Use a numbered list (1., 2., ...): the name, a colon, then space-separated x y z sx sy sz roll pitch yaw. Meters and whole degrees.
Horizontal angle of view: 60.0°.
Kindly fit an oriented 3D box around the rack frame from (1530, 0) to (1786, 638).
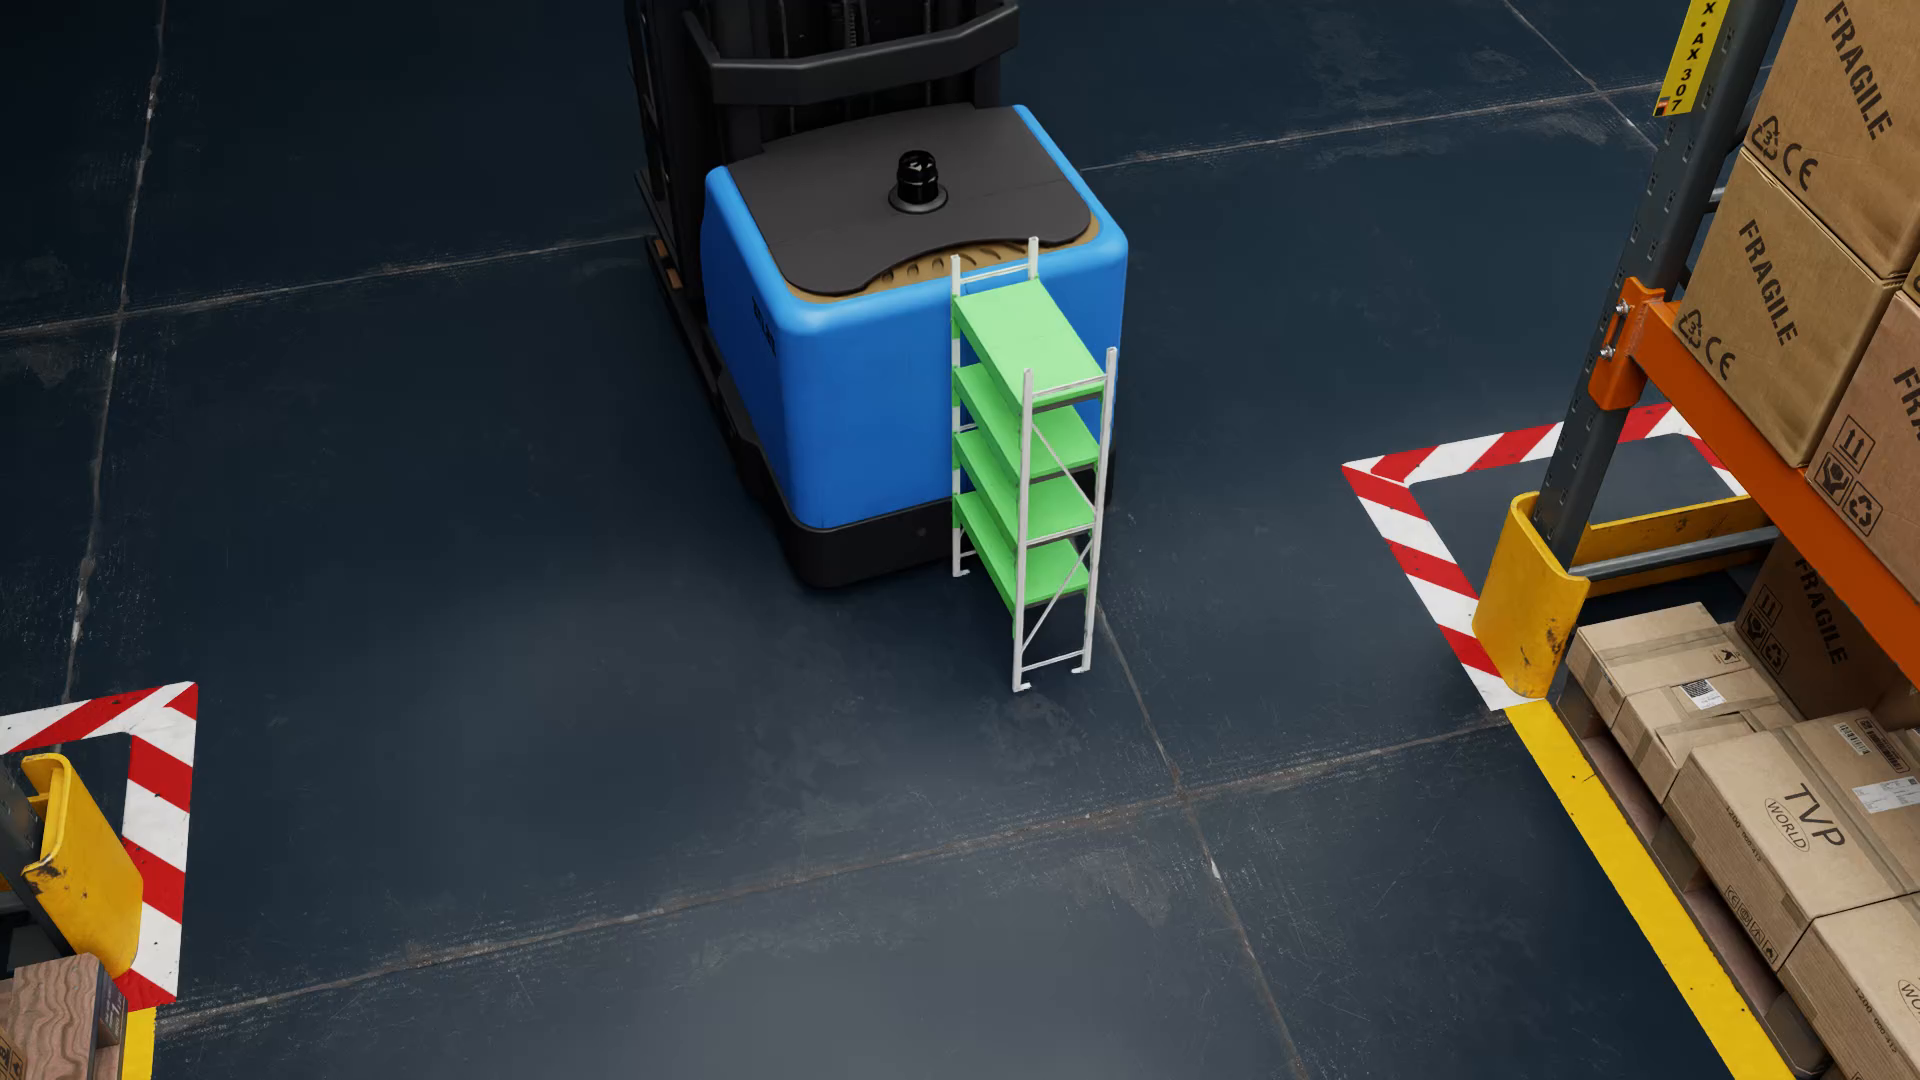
1. rack frame: 2.111 -0.859 3.991 1.000 3.000 0.127 -11 47 -10

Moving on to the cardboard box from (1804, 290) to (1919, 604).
1. cardboard box: 2.107 -0.184 3.260 0.500 0.500 0.500 -11 47 -11

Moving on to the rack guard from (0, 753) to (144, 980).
1. rack guard: -2.682 0.908 4.010 1.175 0.500 0.348 -11 47 -10

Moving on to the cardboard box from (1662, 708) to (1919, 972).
1. cardboard box: 2.104 0.722 4.059 0.500 0.250 0.500 -11 47 -10

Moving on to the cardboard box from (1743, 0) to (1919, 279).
1. cardboard box: 1.970 -0.889 3.251 0.500 0.500 0.500 -9 46 -9

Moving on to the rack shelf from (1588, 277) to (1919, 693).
1. rack shelf: 2.623 0.774 2.895 1.077 0.370 4.000 -11 47 -10

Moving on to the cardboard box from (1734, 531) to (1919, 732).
1. cardboard box: 2.489 0.193 4.403 0.500 0.500 0.500 -11 47 -10

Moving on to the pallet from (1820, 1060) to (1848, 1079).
1. pallet: 2.645 1.561 3.573 1.003 0.211 1.213 -11 47 -10

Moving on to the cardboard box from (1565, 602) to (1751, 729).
1. cardboard box: 1.886 0.337 4.507 0.380 0.149 0.250 -11 47 -10

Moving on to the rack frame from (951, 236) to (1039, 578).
1. rack frame: 0.091 -0.339 4.742 0.240 1.200 0.015 -15 48 -15

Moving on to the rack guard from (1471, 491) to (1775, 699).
1. rack guard: 2.131 0.069 4.833 1.175 0.500 0.348 -11 47 -10

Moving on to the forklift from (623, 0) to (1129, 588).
1. forklift: -0.519 -1.953 5.111 1.130 2.935 3.031 -15 48 -15

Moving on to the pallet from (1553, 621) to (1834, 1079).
1. pallet: 2.336 0.720 4.397 1.003 0.211 1.213 -11 47 -10

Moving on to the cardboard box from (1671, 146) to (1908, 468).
1. cardboard box: 1.970 -0.539 3.608 0.500 0.500 0.500 -10 46 -9

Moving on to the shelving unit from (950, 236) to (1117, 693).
1. shelving unit: 0.178 -0.176 4.582 0.258 1.200 0.503 -15 48 -15

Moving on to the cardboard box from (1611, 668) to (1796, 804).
1. cardboard box: 1.950 0.504 4.332 0.380 0.166 0.250 -11 47 -10

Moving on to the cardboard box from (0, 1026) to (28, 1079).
1. cardboard box: -2.400 1.243 3.388 0.700 0.500 0.500 -11 47 -10

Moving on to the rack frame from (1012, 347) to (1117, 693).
1. rack frame: 0.266 -0.013 4.423 0.240 1.200 0.015 -15 48 -15

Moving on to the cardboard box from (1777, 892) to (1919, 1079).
1. cardboard box: 2.232 1.067 3.721 0.500 0.250 0.500 -11 47 -10

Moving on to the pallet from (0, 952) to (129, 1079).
1. pallet: -2.396 1.563 3.570 1.003 0.211 1.213 -11 47 -10

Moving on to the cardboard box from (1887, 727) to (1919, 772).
1. cardboard box: 2.505 0.605 4.232 0.380 0.166 0.250 -11 47 -10

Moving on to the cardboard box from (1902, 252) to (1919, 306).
1. cardboard box: 2.111 -0.530 2.899 0.500 0.500 0.500 -10 46 -10

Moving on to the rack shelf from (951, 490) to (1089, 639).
1. rack shelf: 0.178 0.037 4.799 0.258 0.148 0.480 -15 48 -15

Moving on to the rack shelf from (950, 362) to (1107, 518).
1. rack shelf: 0.178 -0.299 4.457 0.258 0.148 0.480 -15 48 -15

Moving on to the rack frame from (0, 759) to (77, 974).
1. rack frame: -2.676 0.050 3.101 1.000 3.000 0.127 -11 47 -10

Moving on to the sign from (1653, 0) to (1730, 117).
1. sign: 1.587 -1.062 3.585 0.100 0.325 0.005 -11 47 -10

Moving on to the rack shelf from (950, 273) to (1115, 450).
1. rack shelf: 0.178 -0.467 4.285 0.258 0.148 0.480 -15 48 -15

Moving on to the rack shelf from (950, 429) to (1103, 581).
1. rack shelf: 0.178 -0.131 4.628 0.258 0.148 0.480 -15 48 -15
